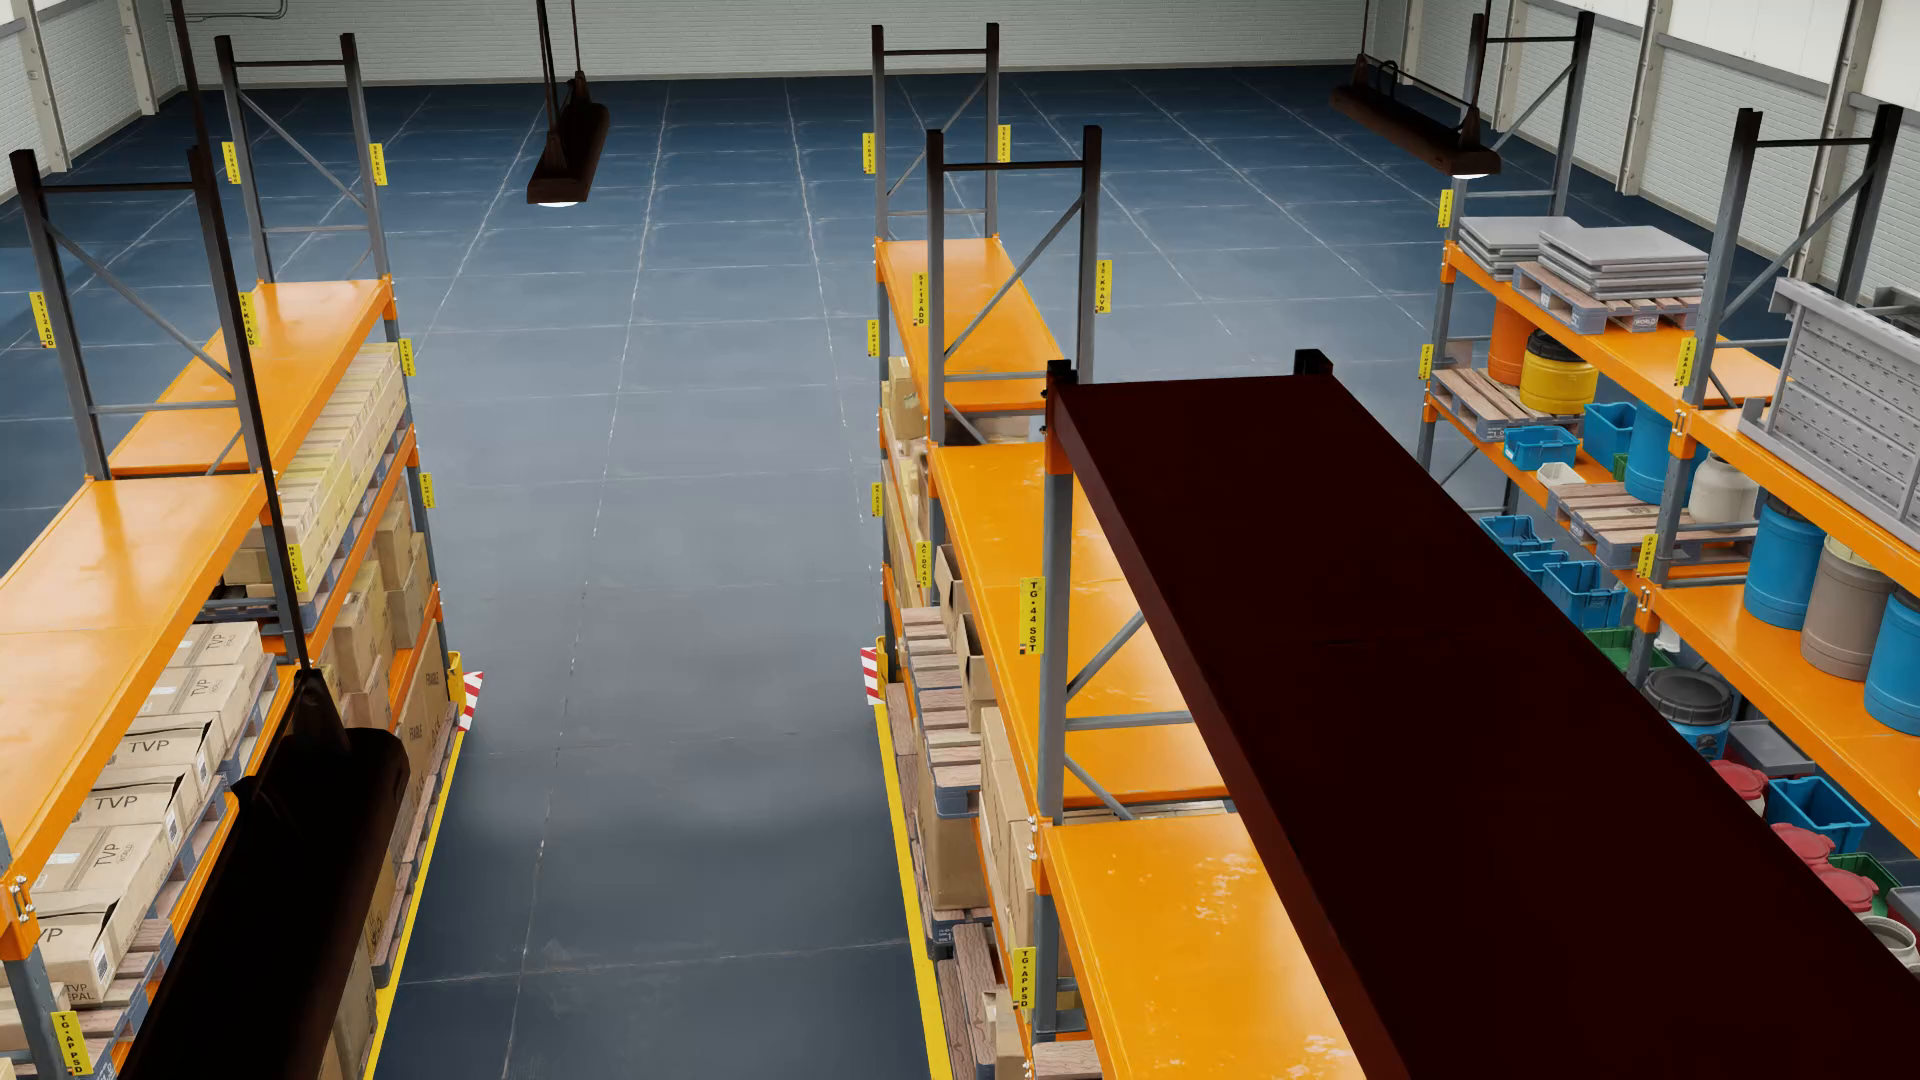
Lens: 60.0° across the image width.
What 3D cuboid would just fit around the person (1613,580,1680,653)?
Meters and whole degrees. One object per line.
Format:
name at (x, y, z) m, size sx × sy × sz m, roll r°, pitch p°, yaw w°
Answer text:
person at (6.612, 0.195, 16.037) m, size 0.547 × 1.749 × 1.003 m, roll -20°, pitch 32°, yaw -35°
